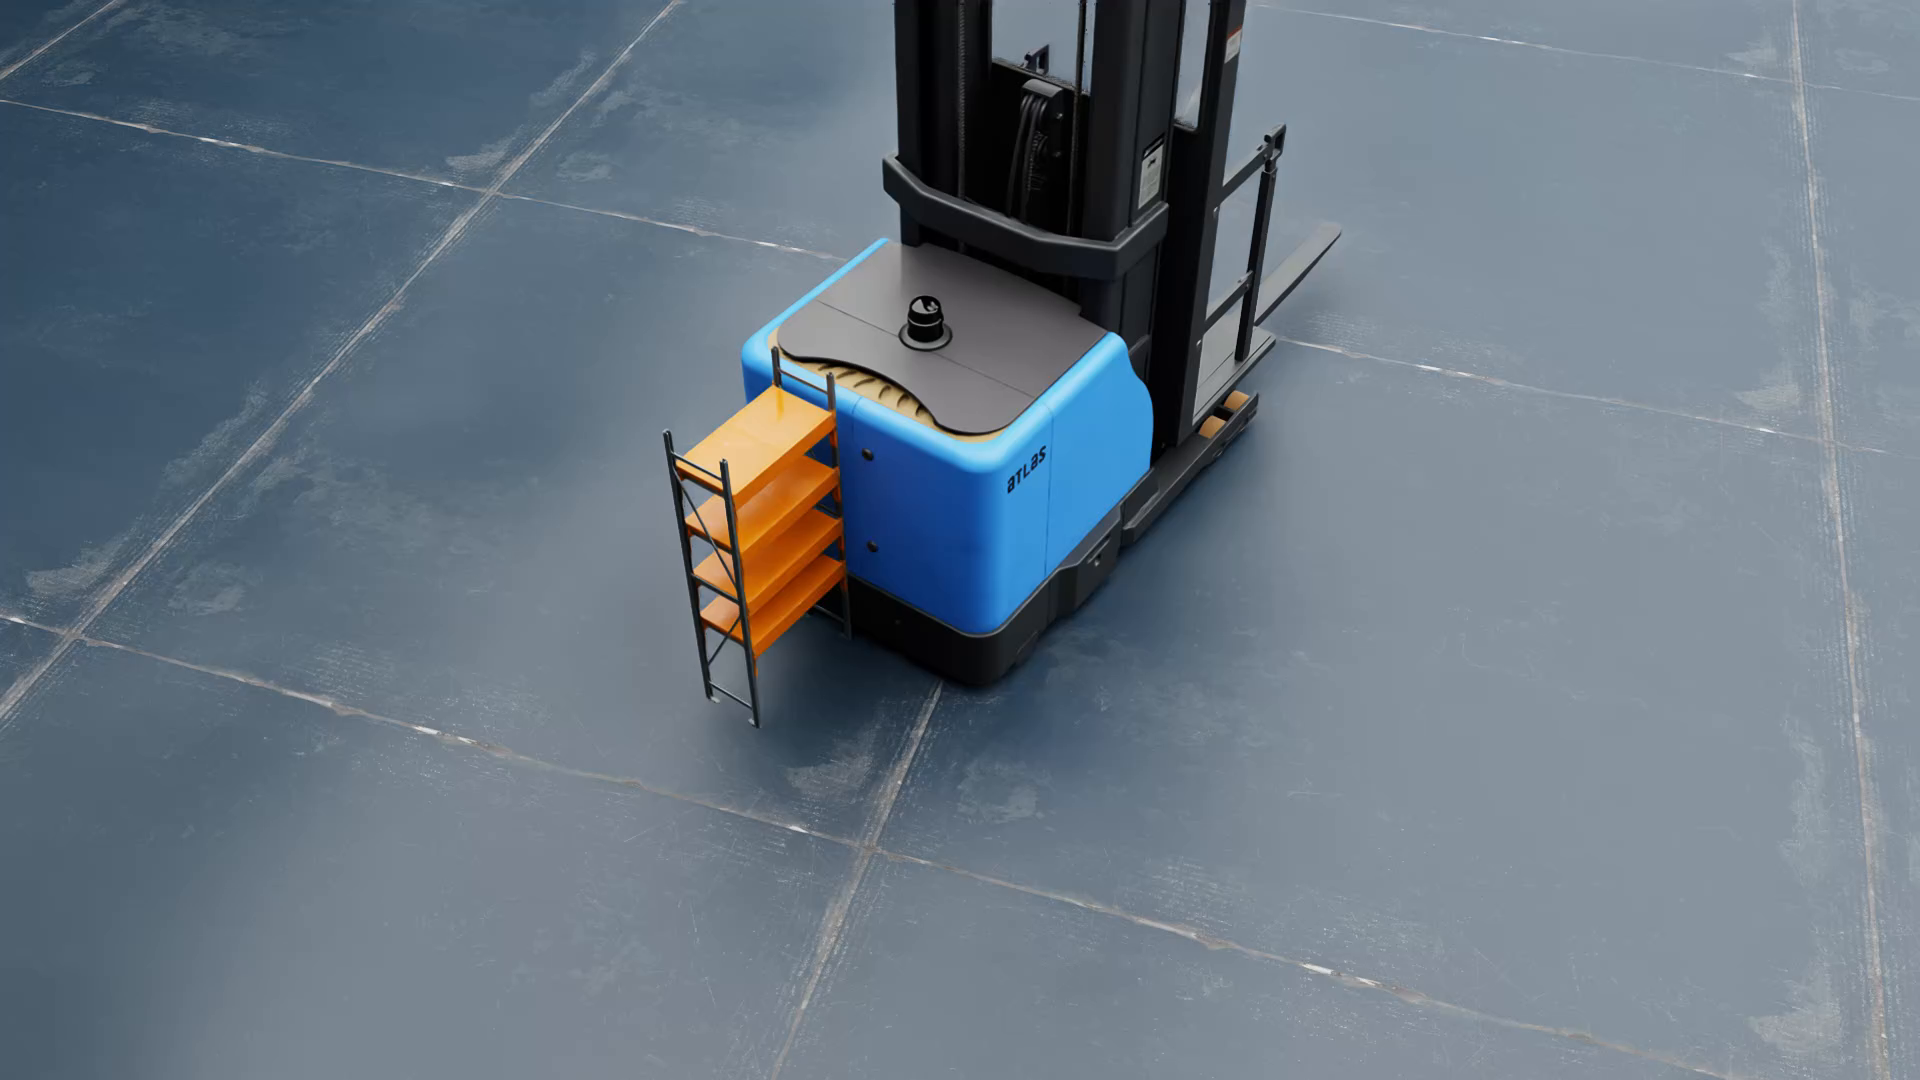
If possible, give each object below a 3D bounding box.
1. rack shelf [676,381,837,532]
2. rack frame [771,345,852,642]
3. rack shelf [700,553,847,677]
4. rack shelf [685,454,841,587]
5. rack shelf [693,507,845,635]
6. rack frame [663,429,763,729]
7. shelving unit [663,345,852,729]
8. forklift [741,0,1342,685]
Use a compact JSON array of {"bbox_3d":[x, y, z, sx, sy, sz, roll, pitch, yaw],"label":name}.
[{"bbox_3d":[-0.626,-0.264,5.100,0.258,0.148,0.480,27,50,25],"label":"rack shelf"},{"bbox_3d":[-0.484,-0.122,5.516,0.240,1.200,0.015,27,50,25],"label":"rack frame"},{"bbox_3d":[-0.626,0.207,5.560,0.258,0.148,0.480,27,50,25],"label":"rack shelf"},{"bbox_3d":[-0.626,-0.094,5.265,0.258,0.148,0.480,27,50,25],"label":"rack shelf"},{"bbox_3d":[-0.626,0.065,5.421,0.258,0.148,0.480,27,50,25],"label":"rack shelf"},{"bbox_3d":[-0.768,0.156,5.233,0.240,1.200,0.015,27,50,25],"label":"rack frame"},{"bbox_3d":[-0.626,0.017,5.374,0.258,1.200,0.503,27,50,25],"label":"shelving unit"},{"bbox_3d":[0.538,-1.550,5.738,1.130,2.935,3.031,27,50,25],"label":"forklift"}]
